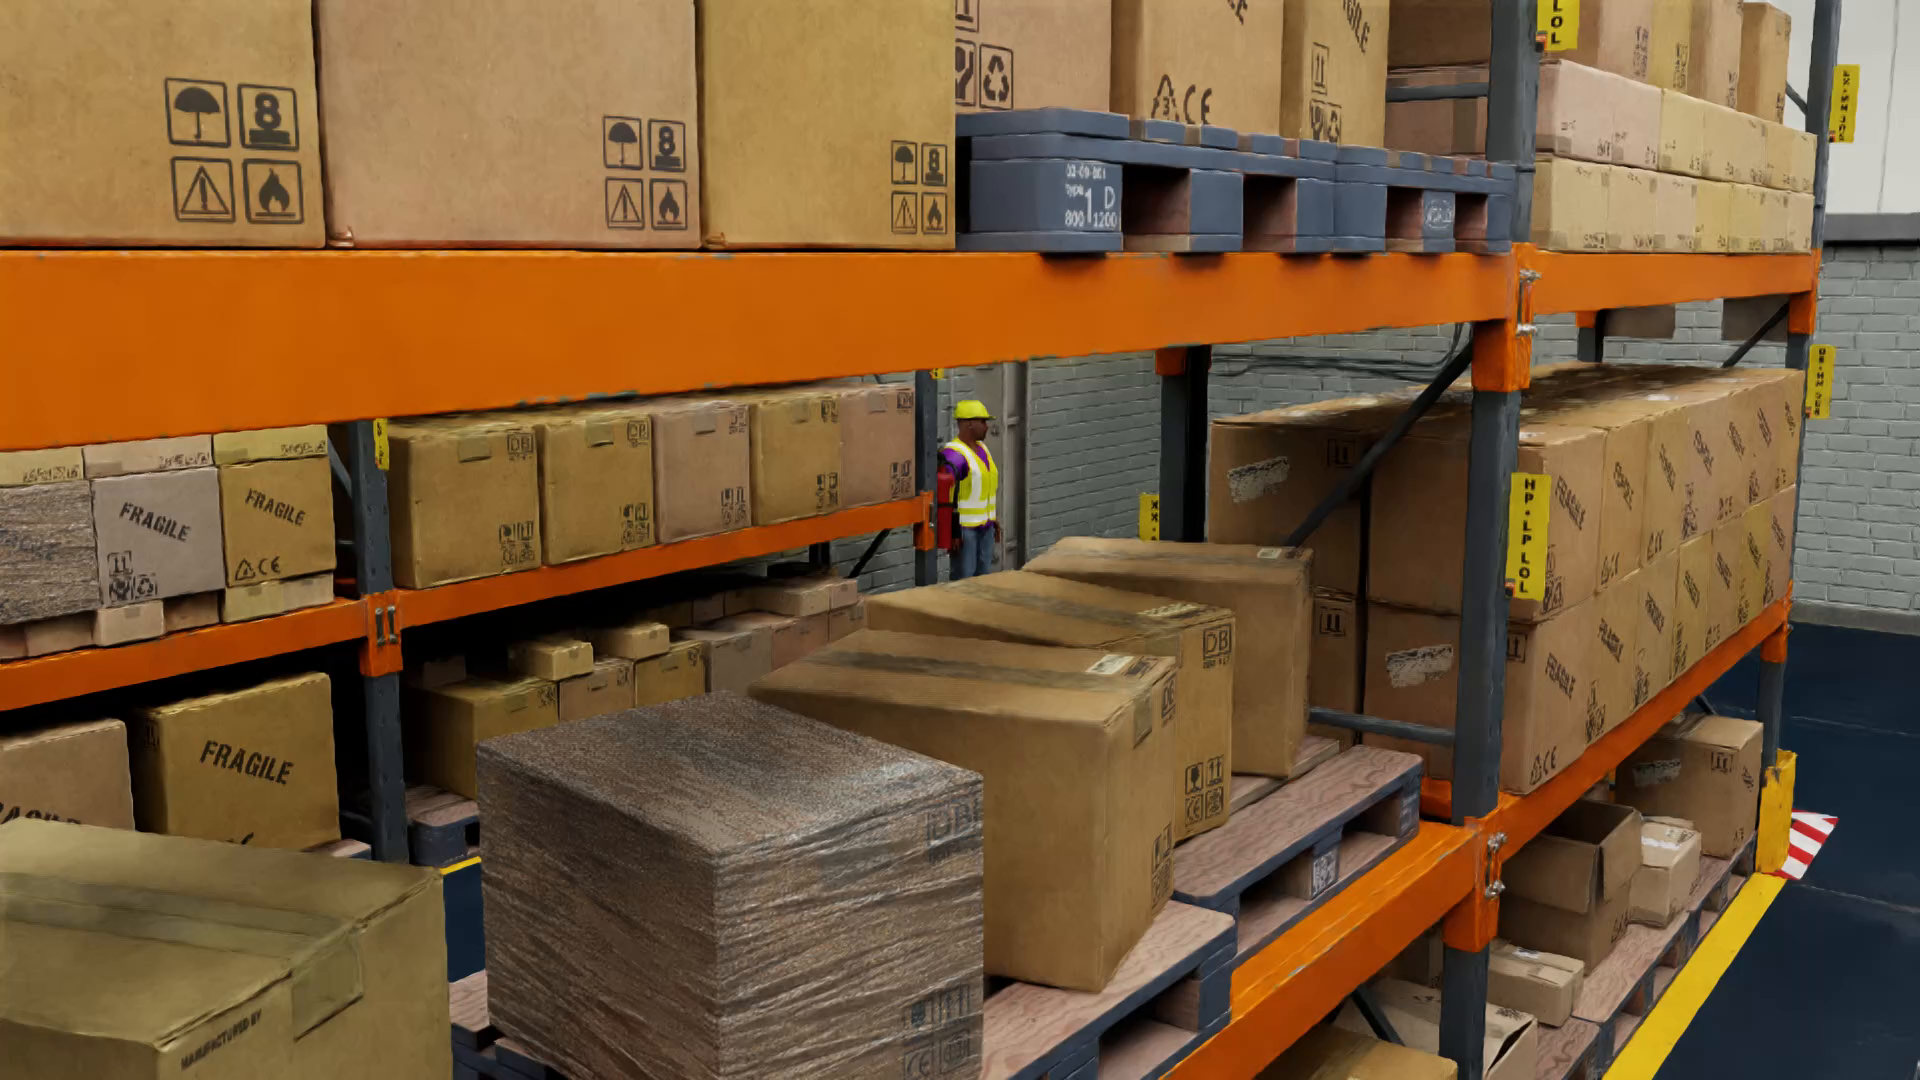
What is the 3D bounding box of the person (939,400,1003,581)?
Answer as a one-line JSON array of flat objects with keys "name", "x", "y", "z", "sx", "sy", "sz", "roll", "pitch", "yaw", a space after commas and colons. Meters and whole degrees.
[{"name": "person", "x": 0.088, "y": -0.104, "z": 11.760, "sx": 0.386, "sy": 1.774, "sz": 0.641, "roll": 6, "pitch": 11, "yaw": 31}]
